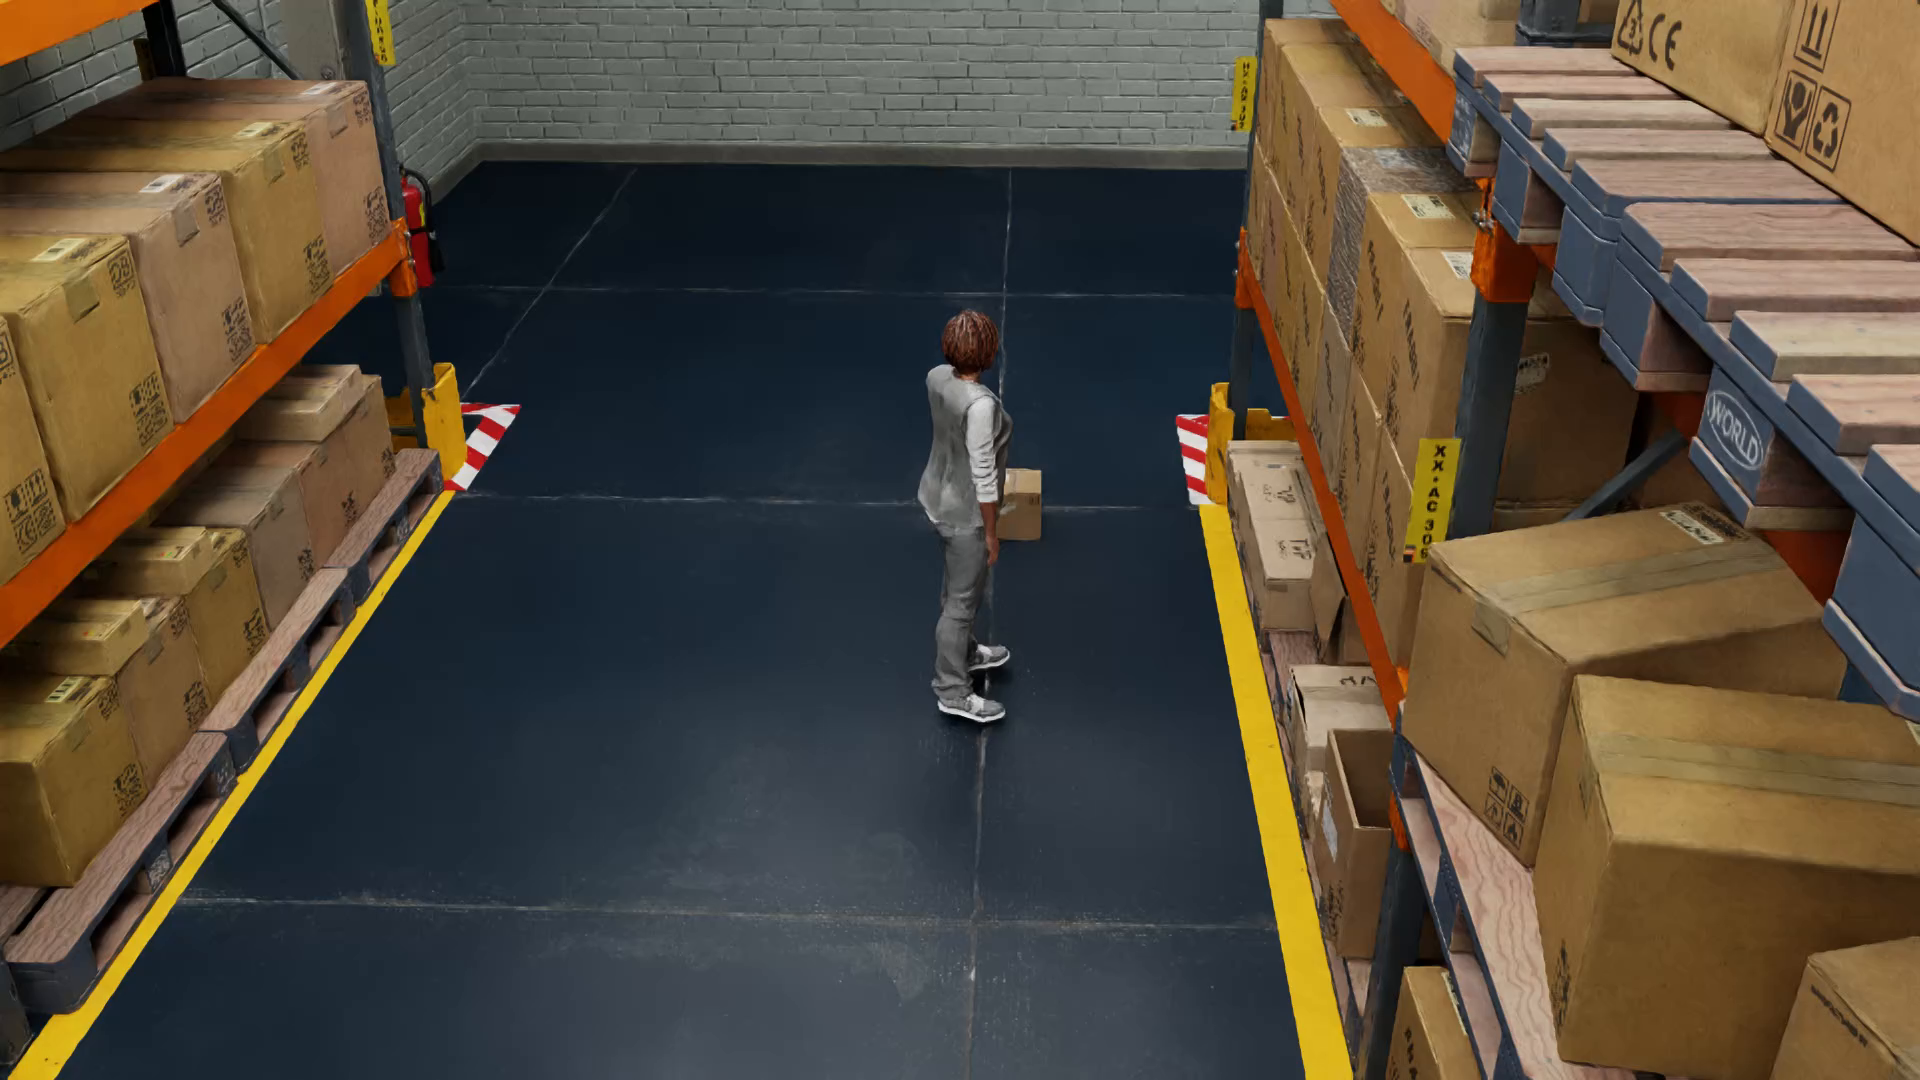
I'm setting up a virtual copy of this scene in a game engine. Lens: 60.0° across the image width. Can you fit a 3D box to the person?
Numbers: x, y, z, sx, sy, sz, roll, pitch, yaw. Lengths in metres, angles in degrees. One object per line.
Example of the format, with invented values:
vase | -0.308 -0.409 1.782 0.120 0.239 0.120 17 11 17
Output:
person | 0.058 -0.105 6.273 0.421 1.603 0.489 -11 30 -20
